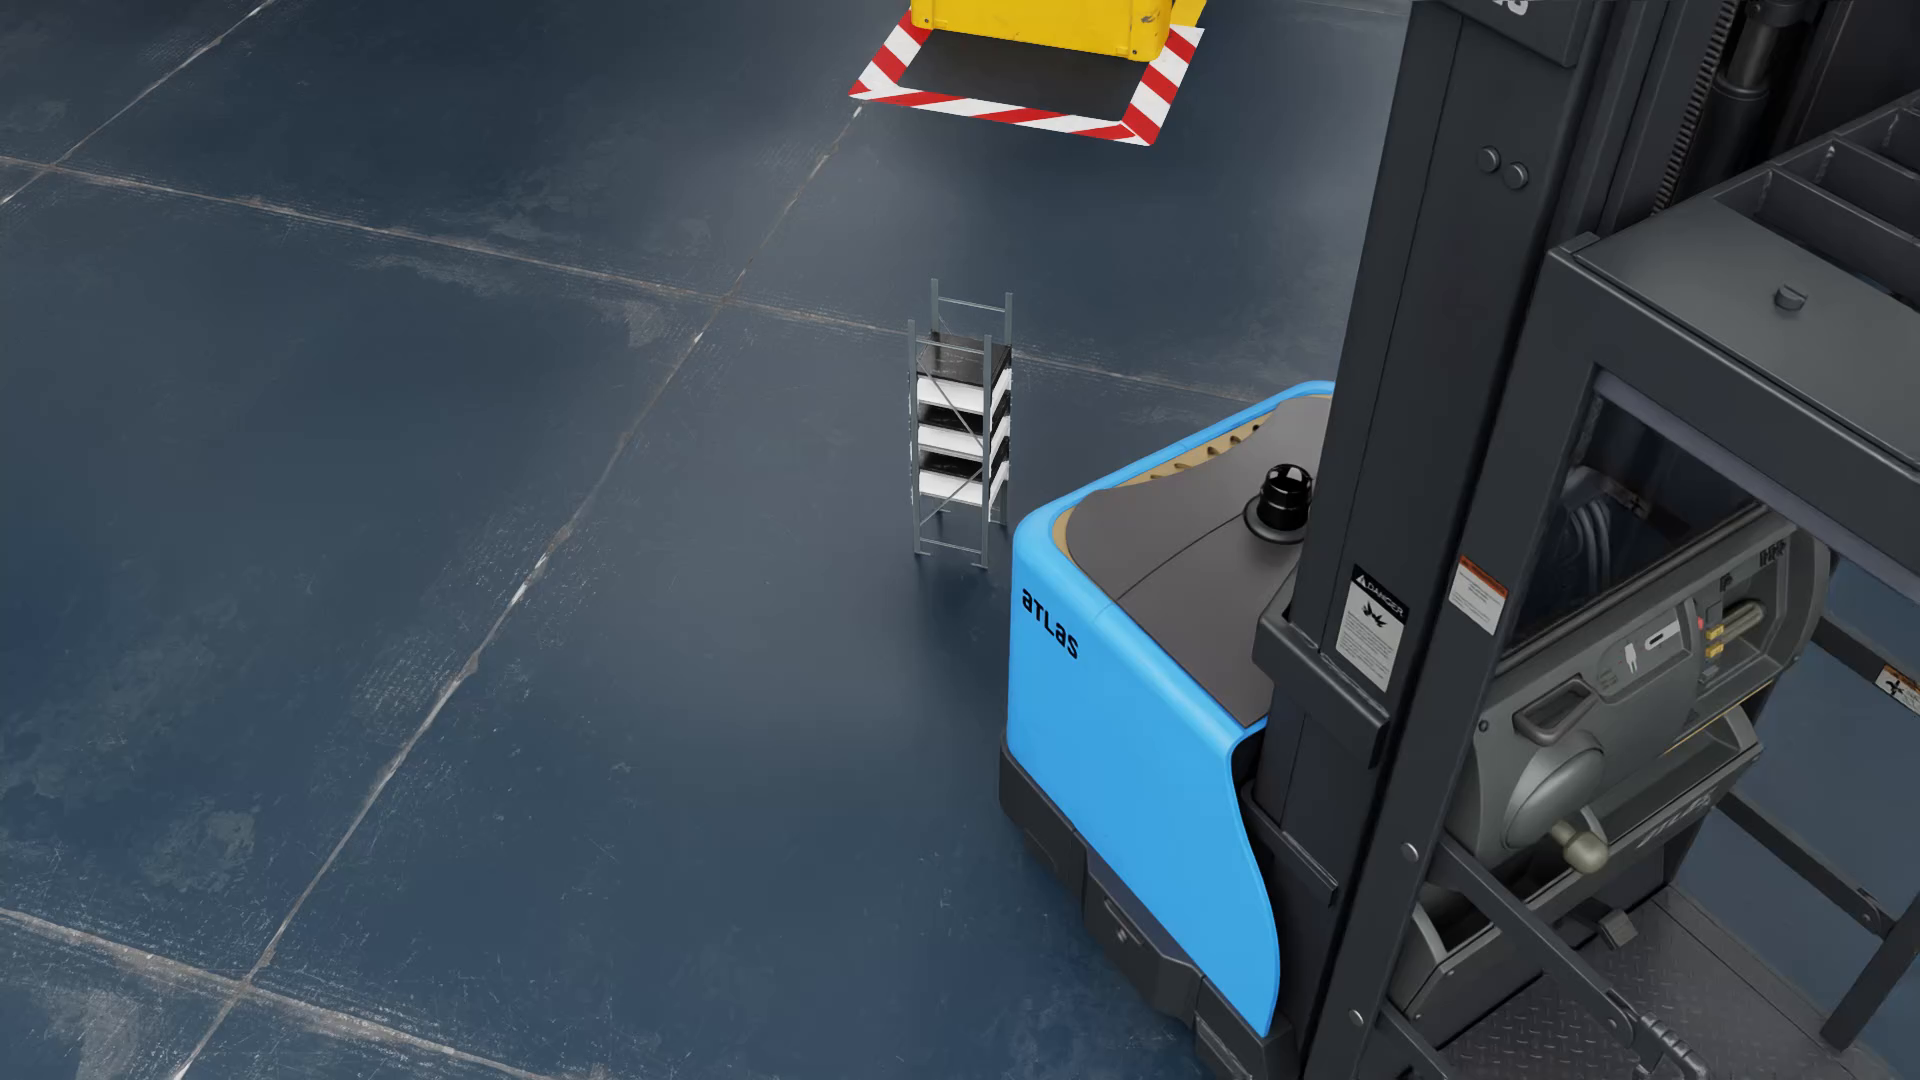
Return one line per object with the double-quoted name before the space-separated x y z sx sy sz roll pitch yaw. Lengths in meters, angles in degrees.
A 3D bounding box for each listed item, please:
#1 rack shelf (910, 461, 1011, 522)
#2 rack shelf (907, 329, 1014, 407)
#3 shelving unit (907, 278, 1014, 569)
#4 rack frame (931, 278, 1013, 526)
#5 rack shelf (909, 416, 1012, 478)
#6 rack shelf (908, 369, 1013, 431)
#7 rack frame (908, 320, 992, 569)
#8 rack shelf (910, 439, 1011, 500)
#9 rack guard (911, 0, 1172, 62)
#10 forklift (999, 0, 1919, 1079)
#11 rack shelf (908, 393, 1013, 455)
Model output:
"rack shelf" 0.002 -0.175 5.090 0.258 0.077 0.200 13 46 12
"rack shelf" 0.002 -0.496 4.775 0.258 0.077 0.200 13 46 12
"shelving unit" 0.002 -0.327 4.941 0.258 0.900 0.210 13 46 12
"rack frame" 0.033 -0.395 5.010 0.240 0.900 0.006 13 46 12
"rack shelf" 0.002 -0.303 4.964 0.258 0.077 0.200 13 46 12
"rack shelf" 0.002 -0.432 4.838 0.258 0.077 0.200 13 46 12
"rack frame" -0.028 -0.259 4.872 0.240 0.900 0.006 13 46 12
"rack shelf" 0.002 -0.239 5.027 0.258 0.077 0.200 13 46 12
"rack guard" 0.365 -2.543 7.492 1.175 0.500 0.348 13 46 13
"forklift" 1.347 0.339 2.808 1.130 2.935 3.031 -25 50 -24
"rack shelf" 0.002 -0.368 4.901 0.258 0.077 0.200 13 46 12
